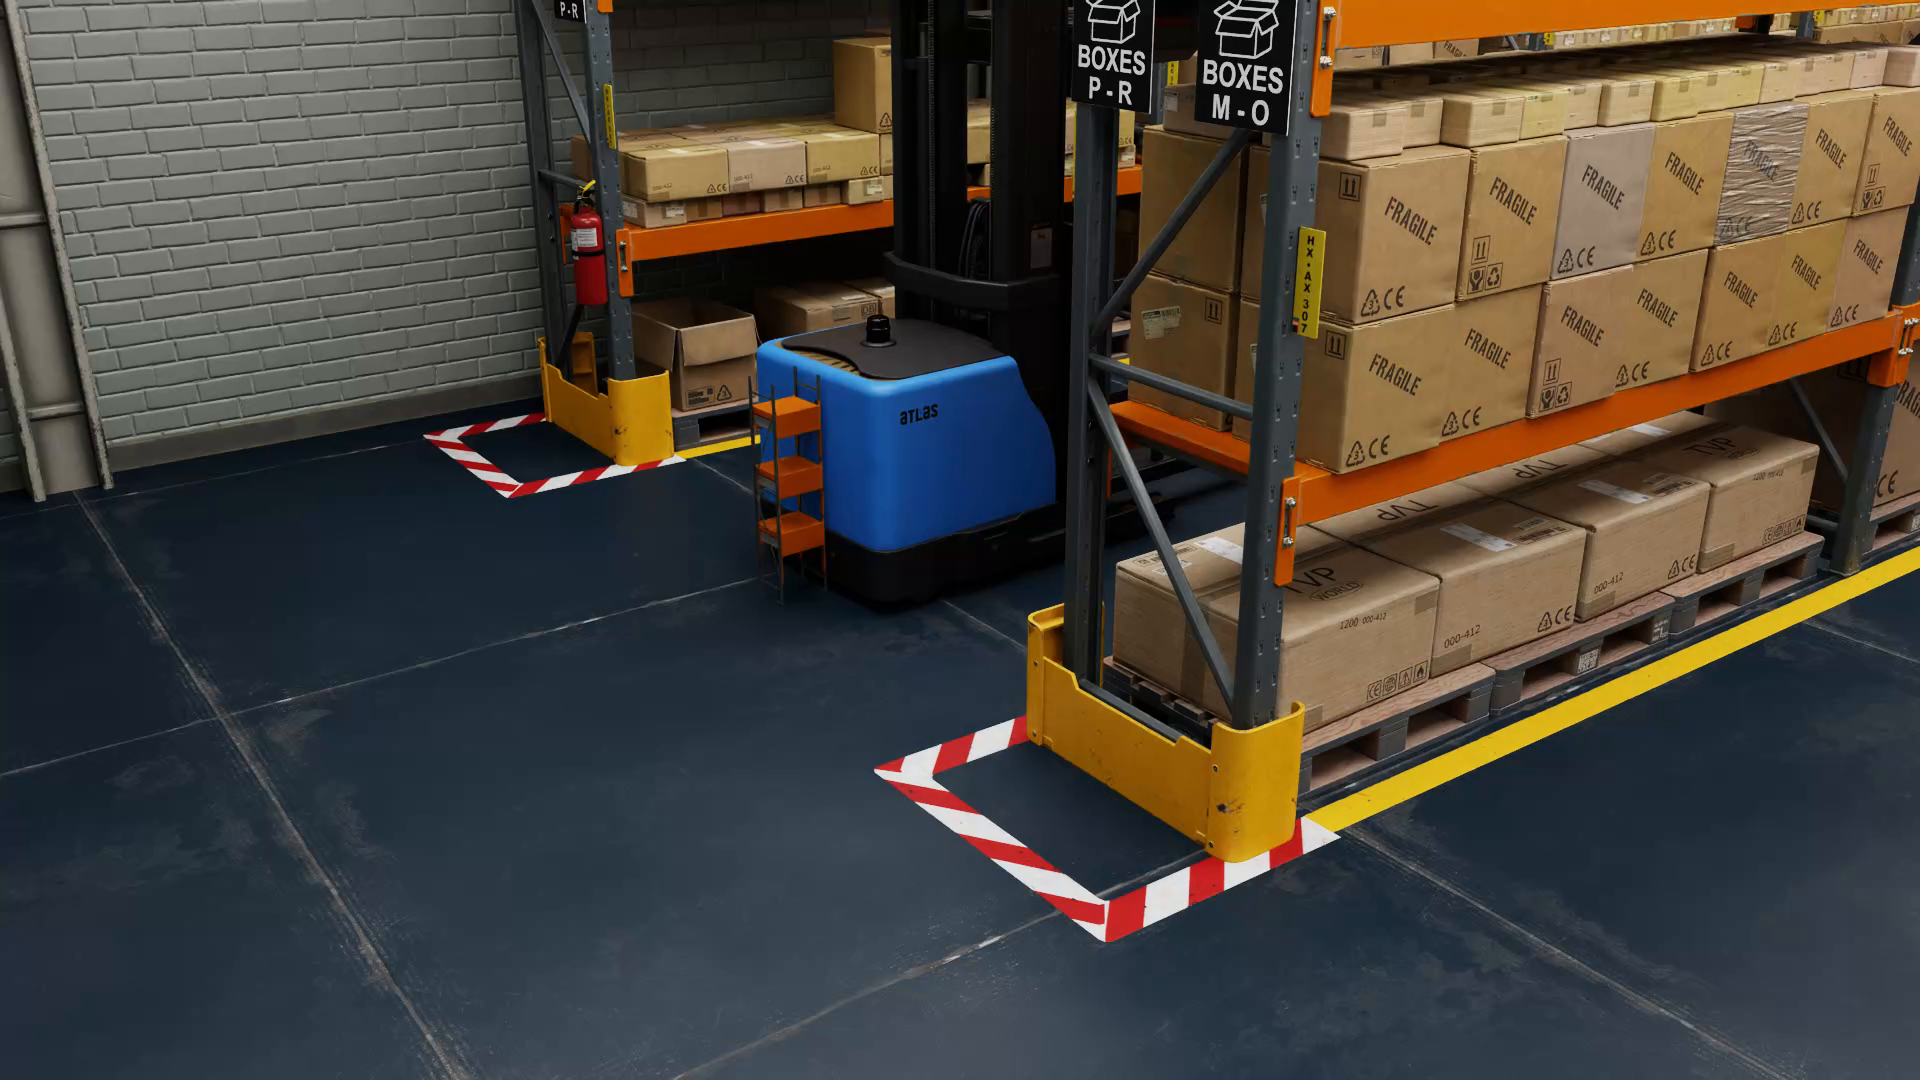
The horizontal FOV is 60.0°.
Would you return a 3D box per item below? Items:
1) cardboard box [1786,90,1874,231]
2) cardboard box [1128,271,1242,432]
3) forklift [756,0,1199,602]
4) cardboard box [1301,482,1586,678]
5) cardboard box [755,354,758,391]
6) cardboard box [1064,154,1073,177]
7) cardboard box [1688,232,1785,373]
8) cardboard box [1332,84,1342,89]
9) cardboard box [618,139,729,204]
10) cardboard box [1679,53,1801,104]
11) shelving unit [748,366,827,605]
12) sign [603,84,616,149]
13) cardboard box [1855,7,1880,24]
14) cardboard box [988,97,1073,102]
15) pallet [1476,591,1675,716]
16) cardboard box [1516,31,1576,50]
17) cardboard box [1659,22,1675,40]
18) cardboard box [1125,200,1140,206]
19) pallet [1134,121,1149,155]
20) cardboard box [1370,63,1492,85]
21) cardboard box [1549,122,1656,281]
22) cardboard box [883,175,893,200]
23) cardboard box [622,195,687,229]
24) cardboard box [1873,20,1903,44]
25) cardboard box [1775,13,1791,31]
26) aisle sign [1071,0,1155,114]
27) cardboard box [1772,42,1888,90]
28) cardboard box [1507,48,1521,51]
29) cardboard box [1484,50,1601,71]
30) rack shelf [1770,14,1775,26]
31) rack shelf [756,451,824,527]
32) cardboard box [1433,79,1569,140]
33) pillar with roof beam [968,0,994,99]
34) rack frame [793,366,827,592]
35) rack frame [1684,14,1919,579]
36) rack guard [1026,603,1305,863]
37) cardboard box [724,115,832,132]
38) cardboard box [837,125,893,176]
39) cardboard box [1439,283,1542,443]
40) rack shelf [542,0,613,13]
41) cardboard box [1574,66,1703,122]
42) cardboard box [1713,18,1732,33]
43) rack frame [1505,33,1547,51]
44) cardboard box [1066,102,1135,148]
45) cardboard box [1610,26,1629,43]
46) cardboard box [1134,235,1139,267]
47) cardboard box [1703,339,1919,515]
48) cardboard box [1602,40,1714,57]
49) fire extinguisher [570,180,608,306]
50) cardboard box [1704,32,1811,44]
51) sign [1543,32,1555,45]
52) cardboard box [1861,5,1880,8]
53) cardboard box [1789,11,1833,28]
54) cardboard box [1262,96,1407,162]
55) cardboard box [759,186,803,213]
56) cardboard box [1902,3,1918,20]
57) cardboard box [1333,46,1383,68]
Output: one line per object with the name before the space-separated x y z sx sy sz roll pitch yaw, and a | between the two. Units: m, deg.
cardboard box | 3.341 -1.589 6.846 0.500 0.500 0.500 -15 26 -34
cardboard box | 0.969 -0.735 6.056 0.500 0.500 0.500 -15 26 -33
forklift | 0.480 -1.510 8.225 3.031 2.935 1.130 -17 27 -37
cardboard box | 1.948 0.117 6.947 0.875 0.438 0.875 -14 26 -31
cardboard box | -1.250 -1.052 10.266 0.250 0.149 0.380 -16 27 -35
cardboard box | 0.571 -2.475 10.890 0.250 0.149 0.380 -14 26 -31
cardboard box | 2.938 -1.013 6.753 0.500 0.500 0.500 -15 26 -34
cardboard box | 1.099 -1.517 5.791 0.250 0.149 0.380 -14 26 -32
cardboard box | -1.644 -2.083 9.369 0.500 0.250 0.500 -15 26 -33
cardboard box | 3.053 -1.819 6.549 0.250 0.149 0.380 -15 26 -33
shelving unit | -0.784 -0.246 7.595 0.252 1.050 0.215 -17 27 -37
sign | -1.852 -2.236 8.784 0.005 0.325 0.100 -15 26 -33
cardboard box | 8.632 -5.084 16.080 0.250 0.149 0.380 -14 26 -32
cardboard box | 0.518 -2.905 11.431 0.500 0.250 0.500 -15 26 -33
pallet | 2.325 0.332 7.281 1.213 0.211 1.003 -15 26 -33
cardboard box | 4.755 -4.057 13.505 0.250 0.149 0.380 -14 26 -31
cardboard box | 5.951 -4.425 14.427 0.250 0.149 0.380 -15 26 -33
cardboard box | 1.418 -2.423 12.352 0.250 0.149 0.380 -15 26 -33
pallet | 1.790 -2.914 11.910 1.213 0.211 1.003 -15 26 -33
cardboard box | 1.741 -1.675 6.188 0.250 0.149 0.380 -15 26 -33
cardboard box | 2.117 -1.261 6.026 0.500 0.500 0.500 -15 26 -33
cardboard box | -0.466 -2.196 10.191 0.250 0.149 0.380 -14 26 -32
cardboard box | -1.742 -1.869 9.372 0.250 0.149 0.380 -15 26 -33
cardboard box | 8.908 -4.886 16.459 0.500 0.500 0.500 -15 26 -33
cardboard box | 7.424 -4.801 15.371 0.250 0.149 0.380 -14 26 -31
aisle sign | 0.493 -1.790 5.326 0.004 0.787 0.394 -15 26 -33
cardboard box | 3.638 -1.996 6.991 0.250 0.149 0.380 -14 26 -32
cardboard box | 4.842 -3.906 13.666 0.500 0.250 0.500 -15 26 -33
cardboard box | 2.324 -1.868 6.671 0.250 0.149 0.380 -15 26 -33
rack shelf | 5.603 -2.862 8.445 4.000 0.370 1.077 -15 26 -33
rack shelf | -0.784 -0.236 7.599 0.240 0.259 0.215 -17 27 -37
cardboard box | 1.835 -1.472 5.680 0.250 0.149 0.380 -16 27 -35
pillar with roof beam | 2.500 -4.474 7.468 0.400 9.000 9.100 -15 26 -33
rack frame | -0.690 -0.275 7.668 0.008 1.050 0.200 -17 27 -37
rack frame | 3.979 -1.370 7.783 0.127 3.000 1.000 -15 26 -33
rack guard | 0.713 0.662 6.064 0.348 0.500 1.175 -15 26 -33
cardboard box | -1.127 -2.462 10.320 0.500 0.250 0.500 -14 26 -31
cardboard box | -0.422 -2.420 10.214 0.500 0.250 0.500 -16 27 -34
cardboard box | 1.684 -0.686 5.934 0.500 0.500 0.500 -15 26 -34
rack shelf | -0.546 -3.489 10.016 4.000 0.370 1.077 -15 26 -33
cardboard box | 2.466 -1.633 6.083 0.250 0.149 0.380 -16 27 -34
cardboard box | 6.610 -4.568 14.787 0.250 0.149 0.380 -16 27 -34
rack frame | 4.324 -3.729 13.693 0.127 3.000 1.000 -15 26 -33
cardboard box | 0.807 -2.748 11.036 0.500 0.250 0.500 -14 26 -32
cardboard box | 5.370 -4.239 13.961 0.250 0.149 0.380 -15 26 -32
cardboard box | 1.602 -1.934 12.001 0.500 0.500 0.500 -14 25 -31
cardboard box | 4.436 -0.737 8.496 0.875 0.875 0.875 -14 26 -31
cardboard box | 2.952 -2.028 7.073 0.250 0.149 0.380 -15 26 -33
fire extinguisher | -2.019 -1.617 9.009 0.183 0.674 0.296 -15 26 -33
cardboard box | 3.572 -2.192 7.483 0.250 0.149 0.380 -15 26 -34
sign | 4.649 -4.068 13.089 0.005 0.325 0.100 -15 26 -33
cardboard box | 8.634 -5.226 16.035 0.250 0.149 0.380 -14 26 -32
cardboard box | 7.984 -4.932 15.699 0.250 0.149 0.380 -15 26 -34
cardboard box | 1.182 -1.310 5.273 0.250 0.149 0.380 -14 26 -32
cardboard box | -1.129 -2.041 9.804 0.250 0.149 0.380 -14 26 -31
cardboard box | 9.251 -5.261 16.522 0.250 0.149 0.380 -16 27 -34
cardboard box | 2.658 -3.424 12.227 0.500 0.500 0.700 -15 26 -33
